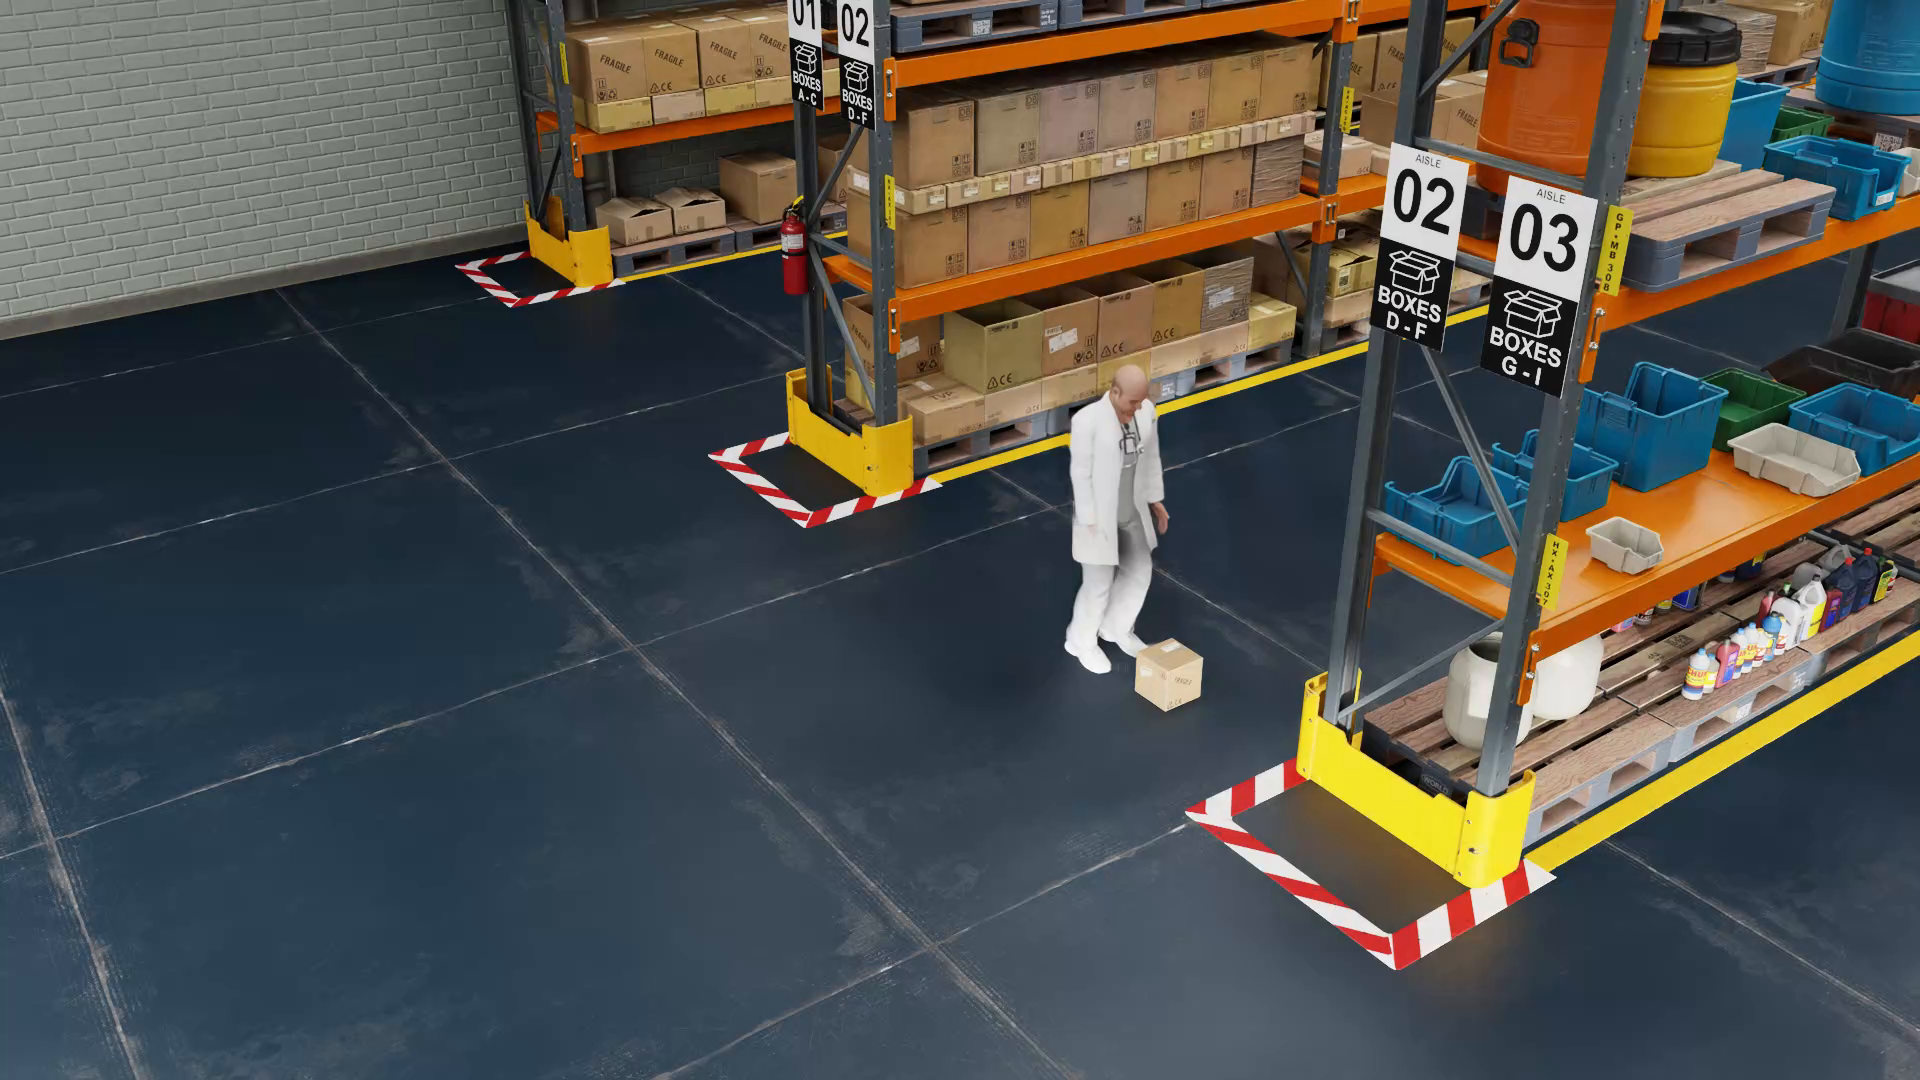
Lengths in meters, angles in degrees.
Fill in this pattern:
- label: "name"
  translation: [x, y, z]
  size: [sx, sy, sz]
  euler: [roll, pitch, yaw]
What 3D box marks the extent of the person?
- label: "person"
  translation: [0.842, -0.138, 8.943]
  size: [0.579, 1.745, 0.385]
  euler: [-18, 33, -30]
